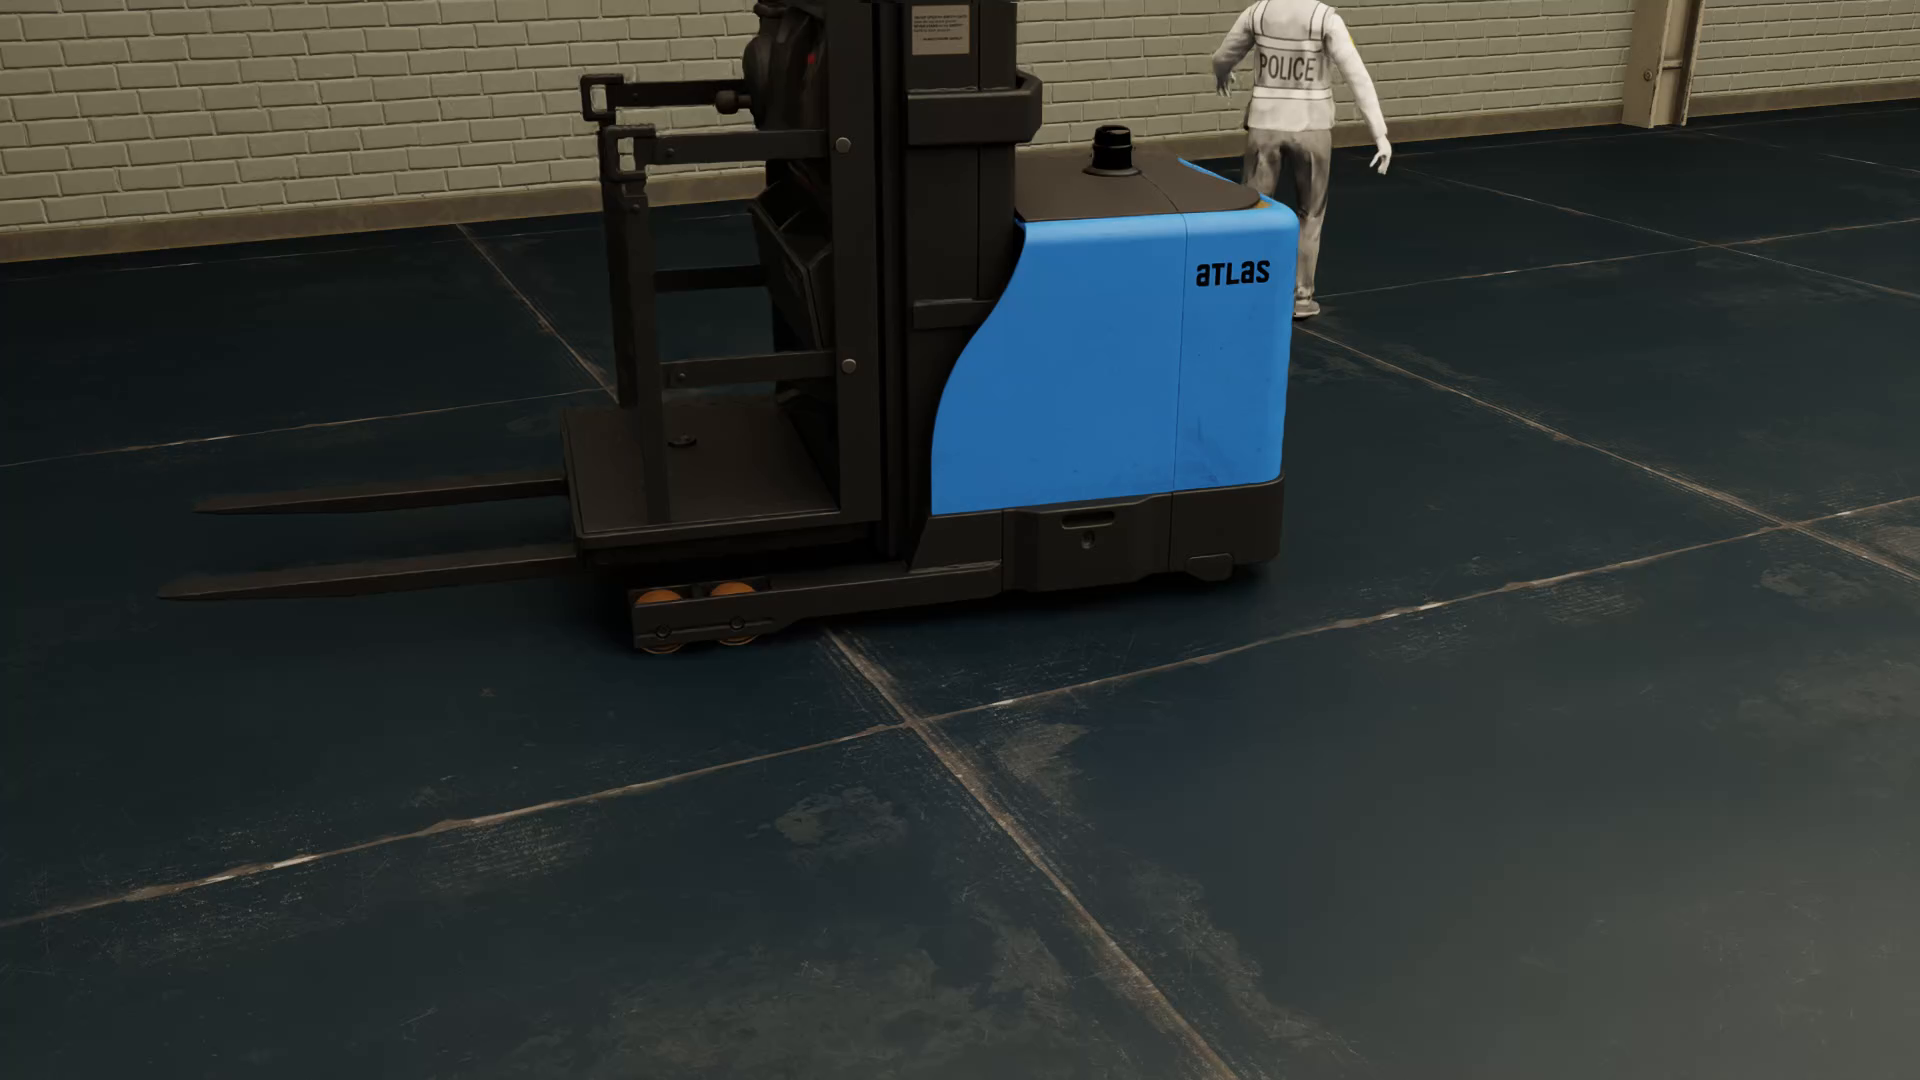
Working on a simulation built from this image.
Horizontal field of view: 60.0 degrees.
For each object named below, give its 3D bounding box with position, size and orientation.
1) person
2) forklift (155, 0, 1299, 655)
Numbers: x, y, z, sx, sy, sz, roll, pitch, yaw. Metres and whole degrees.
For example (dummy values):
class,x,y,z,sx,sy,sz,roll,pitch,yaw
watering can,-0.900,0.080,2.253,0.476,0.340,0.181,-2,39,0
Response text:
class,x,y,z,sx,sy,sz,roll,pitch,yaw
person,1.440,-1.727,7.143,0.879,1.650,0.726,10,24,22
forklift,-0.645,-1.277,4.359,3.031,2.935,1.130,-6,23,-14
